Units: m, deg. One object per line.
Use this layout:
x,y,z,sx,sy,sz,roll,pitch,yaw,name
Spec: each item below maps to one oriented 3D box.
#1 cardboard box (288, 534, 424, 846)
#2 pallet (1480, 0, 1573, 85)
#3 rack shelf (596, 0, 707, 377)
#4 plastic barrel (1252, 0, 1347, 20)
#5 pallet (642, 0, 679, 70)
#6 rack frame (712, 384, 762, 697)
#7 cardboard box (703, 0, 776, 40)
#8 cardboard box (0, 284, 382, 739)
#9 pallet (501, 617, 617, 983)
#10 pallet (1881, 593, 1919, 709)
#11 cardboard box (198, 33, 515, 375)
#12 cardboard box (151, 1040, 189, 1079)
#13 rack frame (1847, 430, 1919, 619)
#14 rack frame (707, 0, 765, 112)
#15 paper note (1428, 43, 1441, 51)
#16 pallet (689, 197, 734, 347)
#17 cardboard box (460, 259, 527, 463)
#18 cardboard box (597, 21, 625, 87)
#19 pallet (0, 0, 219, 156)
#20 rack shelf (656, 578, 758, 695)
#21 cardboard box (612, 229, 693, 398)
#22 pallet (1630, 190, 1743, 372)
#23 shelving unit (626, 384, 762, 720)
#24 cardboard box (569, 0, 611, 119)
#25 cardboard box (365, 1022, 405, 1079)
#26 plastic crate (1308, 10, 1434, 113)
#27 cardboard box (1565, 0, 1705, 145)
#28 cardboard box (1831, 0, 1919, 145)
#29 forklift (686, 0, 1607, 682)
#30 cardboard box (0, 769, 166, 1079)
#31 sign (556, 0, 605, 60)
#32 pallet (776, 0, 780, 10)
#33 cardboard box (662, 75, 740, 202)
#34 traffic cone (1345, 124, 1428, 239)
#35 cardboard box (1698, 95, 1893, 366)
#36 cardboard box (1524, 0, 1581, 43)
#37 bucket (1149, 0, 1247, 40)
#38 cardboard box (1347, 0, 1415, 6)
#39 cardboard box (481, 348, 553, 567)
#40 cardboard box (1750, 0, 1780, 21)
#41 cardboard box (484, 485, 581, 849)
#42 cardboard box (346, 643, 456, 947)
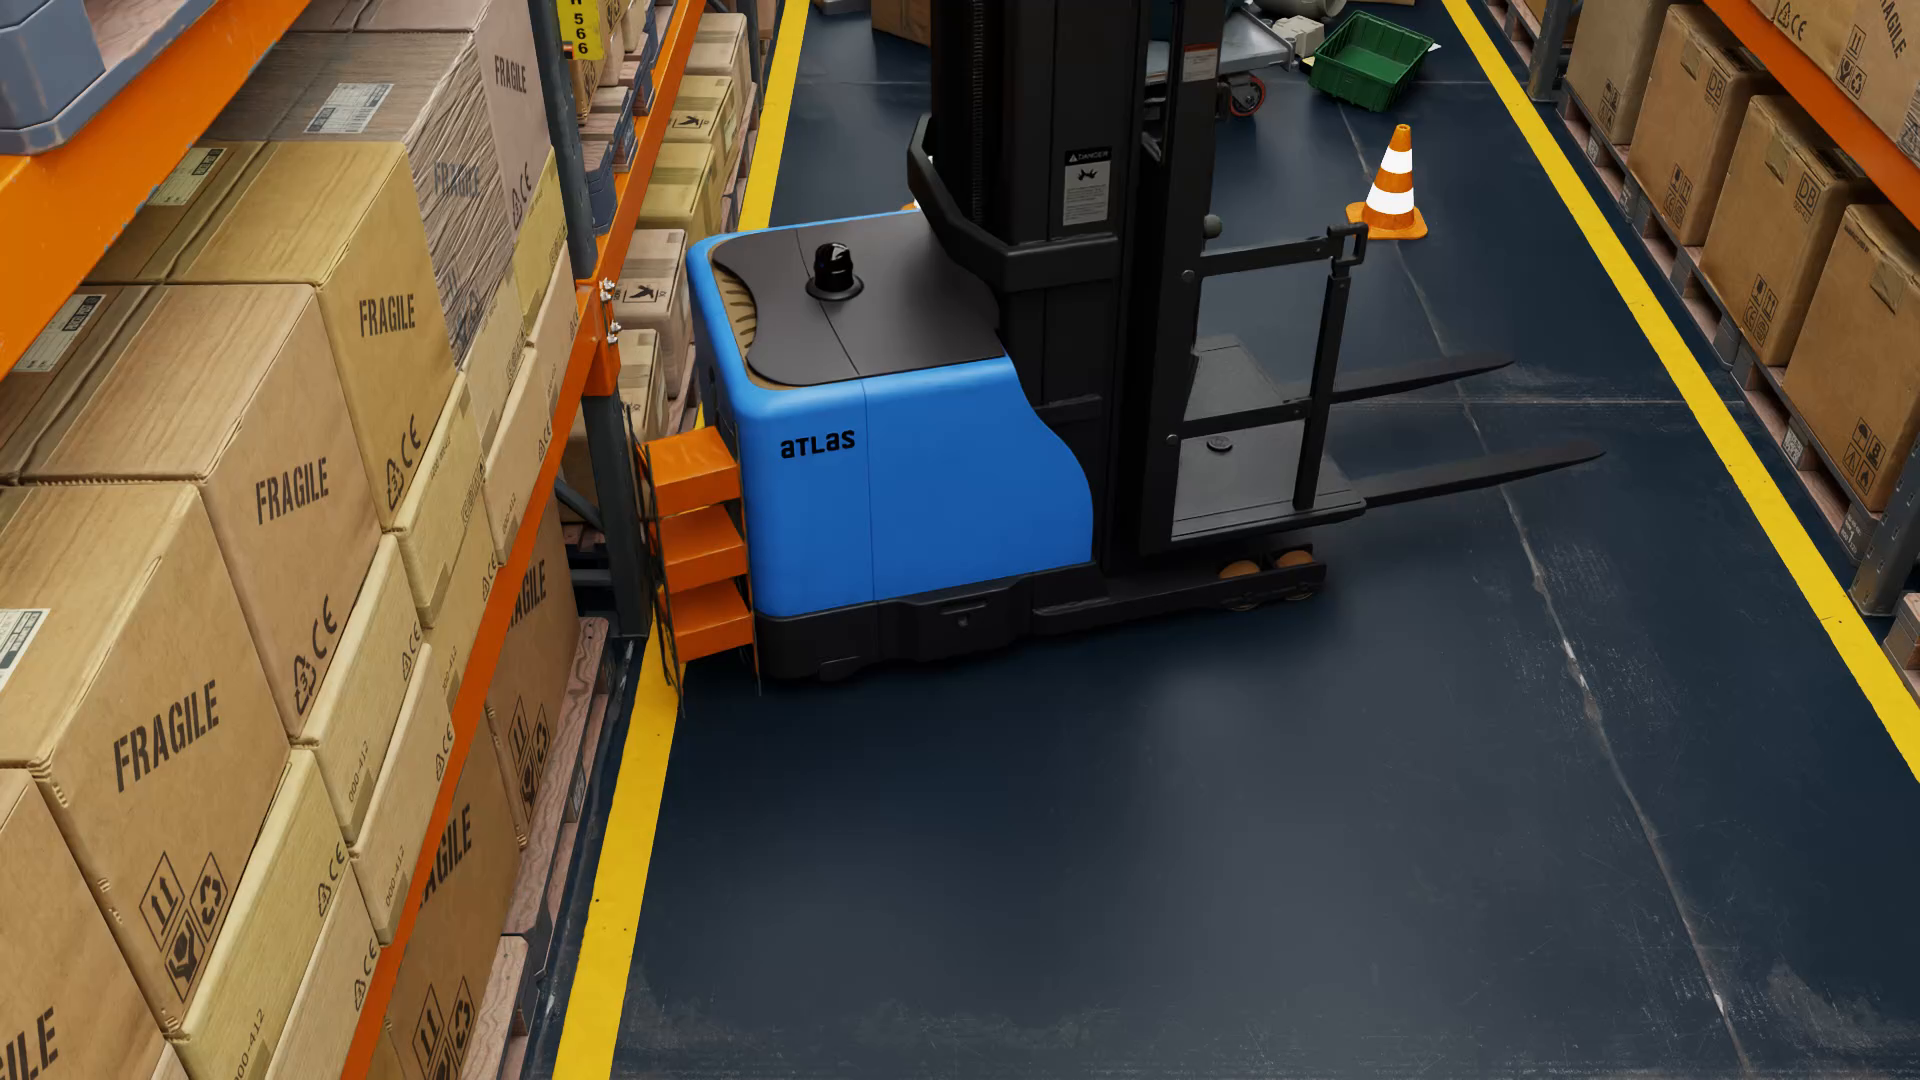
-1.222,0.245,2.766,0.500,0.250,0.500,-1,39,-1,cardboard box
3.520,-2.843,9.128,1.003,0.211,1.213,0,39,0,pallet
-1.505,-1.857,6.244,1.077,0.370,4.000,0,39,0,rack shelf
1.908,-3.158,9.353,0.512,0.421,0.421,28,46,30,plastic barrel
-1.546,-2.050,6.063,1.003,0.211,1.213,0,39,0,pallet
-0.650,0.026,4.871,0.008,1.050,0.200,-16,43,-19,rack frame
-1.238,-2.849,8.769,0.500,0.250,0.500,-2,39,-2,cardboard box
-1.244,-0.045,2.528,0.500,0.500,0.500,-1,39,-1,cardboard box
-1.577,0.694,4.715,1.003,0.211,1.213,0,39,0,pallet
3.447,0.623,4.804,1.003,0.211,1.213,0,39,0,pallet
-1.231,-0.672,3.311,0.500,0.500,0.500,1,39,1,cardboard box
-1.245,0.876,1.978,0.500,0.250,0.500,1,39,1,cardboard box
3.448,-0.954,4.542,1.000,3.000,0.127,0,39,0,rack frame
-1.507,-3.389,7.580,1.000,3.000,0.127,0,39,0,rack frame
2.537,-2.717,9.115,0.147,0.020,0.142,-28,46,-30,paper note
-1.500,-1.049,6.890,1.003,0.211,1.213,0,39,0,pallet
-1.243,-0.400,3.571,0.500,0.250,0.500,-1,39,-1,cardboard box
-1.238,-1.504,5.094,0.380,0.149,0.250,-2,39,-3,cardboard box
-1.444,-0.882,2.204,1.003,0.211,1.213,2,39,2,pallet
-0.766,0.277,5.020,0.240,0.259,0.215,-16,43,-19,rack shelf
-1.502,-0.840,6.165,0.950,0.372,0.625,-1,39,-1,cardboard box
3.523,-1.120,6.979,1.003,0.211,1.213,0,39,0,pallet
-0.761,0.058,4.832,0.252,1.050,0.215,-16,43,-19,shelving unit
-1.271,-1.488,4.554,0.500,0.500,0.500,-1,39,-1,cardboard box
-1.587,1.327,3.059,0.875,0.875,0.875,1,39,1,cardboard box
2.133,-2.488,8.659,0.450,0.188,0.662,27,45,16,plastic crate
3.534,-2.353,7.751,1.050,0.750,0.750,0,39,0,cardboard box
3.179,-1.586,5.251,0.500,0.500,0.500,0,39,0,cardboard box
0.703,-1.219,4.927,3.031,2.935,1.130,-10,40,-12,forklift
-1.239,0.592,1.734,0.500,0.500,0.500,0,39,0,cardboard box
-0.947,-1.341,4.099,0.100,0.325,0.005,0,39,0,sign
-1.547,-3.485,9.930,1.003,0.211,1.213,0,39,0,pallet
-1.500,-1.749,7.300,0.950,0.372,0.625,2,39,3,cardboard box
1.934,-1.626,7.408,0.336,0.463,0.334,0,39,0,traffic cone
3.532,-1.167,6.271,1.050,0.750,0.750,1,39,1,cardboard box
3.512,-3.183,8.687,0.875,0.875,0.875,1,39,1,cardboard box
1.137,-2.854,8.315,0.726,0.611,0.620,13,50,15,bucket
2.415,-3.451,9.654,0.500,0.500,0.500,6,39,8,cardboard box
-1.226,-0.193,3.712,0.500,0.250,0.500,1,39,1,cardboard box
3.174,-2.219,6.041,0.500,0.500,0.500,1,39,1,cardboard box
-1.585,0.210,4.452,0.875,0.875,0.875,0,39,0,cardboard box
-1.212,0.441,2.921,0.500,0.250,0.500,-1,39,-1,cardboard box
